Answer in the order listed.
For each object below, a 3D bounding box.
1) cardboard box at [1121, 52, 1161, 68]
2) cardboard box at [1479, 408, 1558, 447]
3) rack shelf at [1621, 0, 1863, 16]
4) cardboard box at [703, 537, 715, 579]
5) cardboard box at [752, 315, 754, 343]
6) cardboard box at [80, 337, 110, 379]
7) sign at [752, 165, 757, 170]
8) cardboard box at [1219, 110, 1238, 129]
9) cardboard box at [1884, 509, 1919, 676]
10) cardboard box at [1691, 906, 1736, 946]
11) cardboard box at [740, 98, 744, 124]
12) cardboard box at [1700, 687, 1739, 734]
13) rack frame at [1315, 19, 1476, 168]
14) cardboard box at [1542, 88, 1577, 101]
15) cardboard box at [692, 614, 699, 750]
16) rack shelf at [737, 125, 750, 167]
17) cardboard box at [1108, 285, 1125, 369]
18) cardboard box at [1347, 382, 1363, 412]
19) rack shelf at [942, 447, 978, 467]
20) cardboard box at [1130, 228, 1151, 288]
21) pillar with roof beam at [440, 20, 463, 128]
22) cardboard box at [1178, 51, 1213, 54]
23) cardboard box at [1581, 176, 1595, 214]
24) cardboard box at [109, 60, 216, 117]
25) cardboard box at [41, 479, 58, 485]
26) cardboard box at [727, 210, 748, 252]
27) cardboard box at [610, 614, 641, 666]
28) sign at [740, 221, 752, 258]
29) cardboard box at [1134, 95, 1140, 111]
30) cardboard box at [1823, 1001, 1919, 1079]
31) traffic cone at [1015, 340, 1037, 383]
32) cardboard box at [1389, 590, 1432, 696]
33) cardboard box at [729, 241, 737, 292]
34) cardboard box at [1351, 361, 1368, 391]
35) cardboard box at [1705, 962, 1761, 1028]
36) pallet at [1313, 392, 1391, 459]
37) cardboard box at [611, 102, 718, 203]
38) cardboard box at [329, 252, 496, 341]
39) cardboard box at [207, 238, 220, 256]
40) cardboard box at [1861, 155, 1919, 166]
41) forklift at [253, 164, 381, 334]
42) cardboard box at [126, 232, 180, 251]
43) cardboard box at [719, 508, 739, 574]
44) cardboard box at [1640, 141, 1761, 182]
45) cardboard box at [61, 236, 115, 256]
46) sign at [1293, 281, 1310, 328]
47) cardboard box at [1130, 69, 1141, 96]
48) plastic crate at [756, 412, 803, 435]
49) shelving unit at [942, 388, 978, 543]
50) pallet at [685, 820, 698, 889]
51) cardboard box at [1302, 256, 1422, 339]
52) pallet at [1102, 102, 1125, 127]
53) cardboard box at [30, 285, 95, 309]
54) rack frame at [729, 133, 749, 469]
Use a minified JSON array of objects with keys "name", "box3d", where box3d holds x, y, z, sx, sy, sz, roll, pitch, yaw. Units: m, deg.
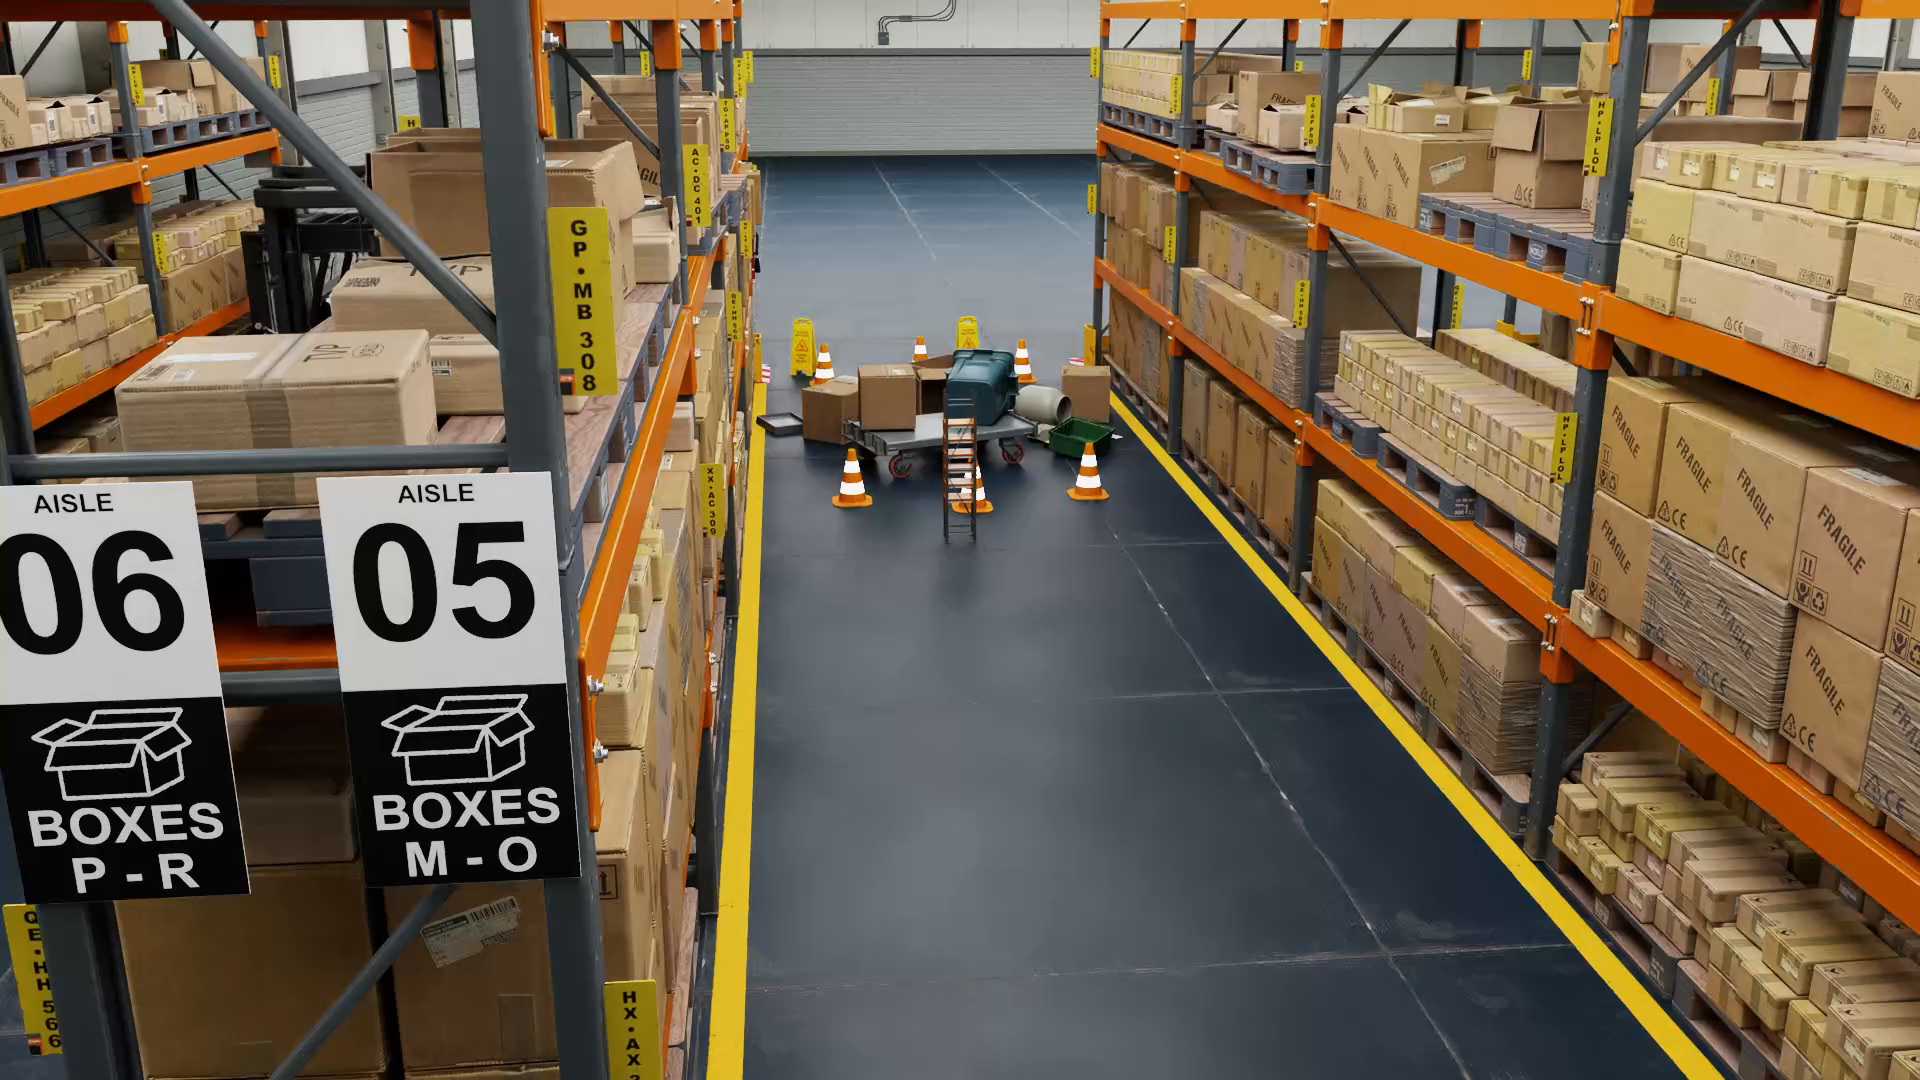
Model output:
[{"name":"cardboard box","box3d":[1.881,-4.986,17.263,0.380,0.149,0.250,-2,18,-7]},{"name":"cardboard box","box3d":[2.981,-0.596,8.794,0.380,0.149,0.250,-2,18,-6]},{"name":"rack shelf","box3d":[3.503,-1.805,5.109,1.077,0.370,4.000,-2,18,-6]},{"name":"cardboard box","box3d":[-1.381,-0.007,7.607,0.500,0.250,0.500,-2,18,-7]},{"name":"cardboard box","box3d":[-2.512,-2.291,18.104,0.500,0.500,0.500,-2,18,-5]},{"name":"cardboard box","box3d":[-6.988,-1.417,12.933,0.500,0.250,0.500,-2,18,-5]},{"name":"sign","box3d":[-2.300,-3.990,18.417,0.100,0.325,0.005,-2,18,-6]},{"name":"cardboard box","box3d":[2.332,-3.509,13.891,0.250,0.149,0.380,-2,18,-6]},{"name":"cardboard box","box3d":[3.300,0.208,5.175,0.500,0.500,0.500,-1,17,-3]},{"name":"cardboard box","box3d":[3.222,1.560,6.762,0.380,0.149,0.250,-1,17,-3]},{"name":"cardboard box","box3d":[-2.370,-4.178,16.223,0.500,0.250,0.500,-2,18,-5]},{"name":"cardboard box","box3d":[3.164,0.642,6.544,0.380,0.149,0.250,-1,17,-5]},{"name":"rack frame","box3d":[2.884,-3.937,10.695,1.000,3.000,0.127,-2,18,-6]},{"name":"cardboard box","box3d":[6.732,-4.962,18.551,0.380,0.149,0.250,-1,17,-4]},{"name":"cardboard box","box3d":[-1.256,0.536,6.296,0.500,0.500,0.500,-2,18,-7]},{"name":"rack shelf","box3d":[-2.648,-3.767,16.363,1.077,0.370,4.000,-2,18,-6]},{"name":"cardboard box","box3d":[2.195,-2.445,18.803,0.875,0.875,0.875,-2,18,-5]},{"name":"cardboard box","box3d":[2.757,-0.936,10.869,0.380,0.149,0.250,-1,17,-3]},{"name":"rack shelf","box3d":[-0.002,-0.649,12.988,0.258,0.103,0.180,-2,18,-6]},{"name":"cardboard box","box3d":[2.250,-2.930,17.253,0.875,0.550,0.500,-2,18,-6]},{"name":"pillar with roof beam","box3d":[-6.190,-11.244,33.968,9.100,9.000,0.400,-2,18,-6]},{"name":"cardboard box","box3d":[2.510,-5.080,17.564,0.380,0.149,0.250,-1,17,-5]},{"name":"cardboard box","box3d":[3.415,-1.741,8.154,0.500,0.311,0.500,-2,18,-6]},{"name":"cardboard box","box3d":[-7.474,-4.241,15.631,0.797,0.503,0.637,-1,17,-4]},{"name":"cardboard box","box3d":[-7.092,-0.186,12.024,0.875,0.625,0.625,-1,17,-4]},{"name":"cardboard box","box3d":[-2.271,-2.888,15.036,0.700,0.500,0.500,-2,18,-6]},{"name":"cardboard box","box3d":[-1.021,0.308,4.268,0.380,0.149,0.250,-2,18,-7]},{"name":"sign","box3d":[-1.890,-2.654,14.691,0.100,0.325,0.005,-2,18,-6]},{"name":"cardboard box","box3d":[1.958,-4.379,16.662,0.380,0.149,0.250,-2,18,-6]},{"name":"cardboard box","box3d":[3.234,1.727,5.732,0.380,0.149,0.250,-1,17,-4]},{"name":"traffic cone","box3d":[0.702,-2.046,18.921,0.336,0.463,0.334,-2,18,-6]},{"name":"cardboard box","box3d":[2.869,0.591,9.760,0.500,0.500,0.500,-2,18,-7]},{"name":"cardboard box","box3d":[-2.113,-2.195,13.798,0.500,0.500,0.500,-2,18,-5]},{"name":"cardboard box","box3d":[2.765,-1.066,10.788,0.380,0.149,0.250,-1,17,-3]},{"name":"cardboard box","box3d":[3.189,1.780,6.557,0.380,0.149,0.250,-2,18,-7]},{"name":"pallet","box3d":[3.064,-0.774,10.956,1.213,0.211,1.003,-2,18,-6]},{"name":"cardboard box","box3d":[-1.559,-2.055,8.839,0.500,0.500,0.500,-2,18,-5]},{"name":"cardboard box","box3d":[-1.308,-0.593,4.330,0.500,0.311,0.500,-1,17,-5]},{"name":"cardboard box","box3d":[-7.253,-2.772,15.748,0.380,0.149,0.250,-2,18,-7]},{"name":"cardboard box","box3d":[3.615,-1.355,6.227,0.380,0.149,0.250,-1,17,-4]},{"name":"forklift","box3d":[-4.627,-1.456,12.922,1.130,2.935,3.031,-2,18,-5]},{"name":"cardboard box","box3d":[-7.268,-2.683,14.970,0.380,0.149,0.250,-2,18,-7]},{"name":"cardboard box","box3d":[-2.077,-0.007,11.878,0.950,0.372,0.625,-3,18,-9]},{"name":"cardboard box","box3d":[3.086,-1.577,6.936,0.380,0.149,0.250,-2,18,-7]},{"name":"cardboard box","box3d":[-7.696,-2.590,14.673,0.380,0.149,0.250,-2,18,-7]},{"name":"sign","box3d":[2.333,-1.609,11.362,0.100,0.325,0.005,-2,18,-6]},{"name":"cardboard box","box3d":[2.011,-4.605,16.716,0.500,0.250,0.500,-2,18,-6]},{"name":"plastic crate","box3d":[-1.788,-1.184,16.814,0.402,0.080,0.583,-8,19,-25]},{"name":"shelving unit","box3d":[-0.002,-0.577,13.011,0.258,1.200,0.189,-2,18,-6]},{"name":"pallet","box3d":[-1.771,1.403,8.357,1.003,0.211,1.213,-2,18,-6]},{"name":"cardboard box","box3d":[2.848,-1.734,11.855,0.700,0.500,0.500,-2,18,-6]},{"name":"pallet","box3d":[2.146,-4.627,18.046,1.003,0.211,1.213,-2,18,-6]},{"name":"cardboard box","box3d":[-6.981,-1.886,12.928,0.380,0.149,0.250,-2,18,-7]},{"name":"rack frame","box3d":[-2.441,-2.084,14.806,1.000,3.000,0.127,-2,18,-6]}]
